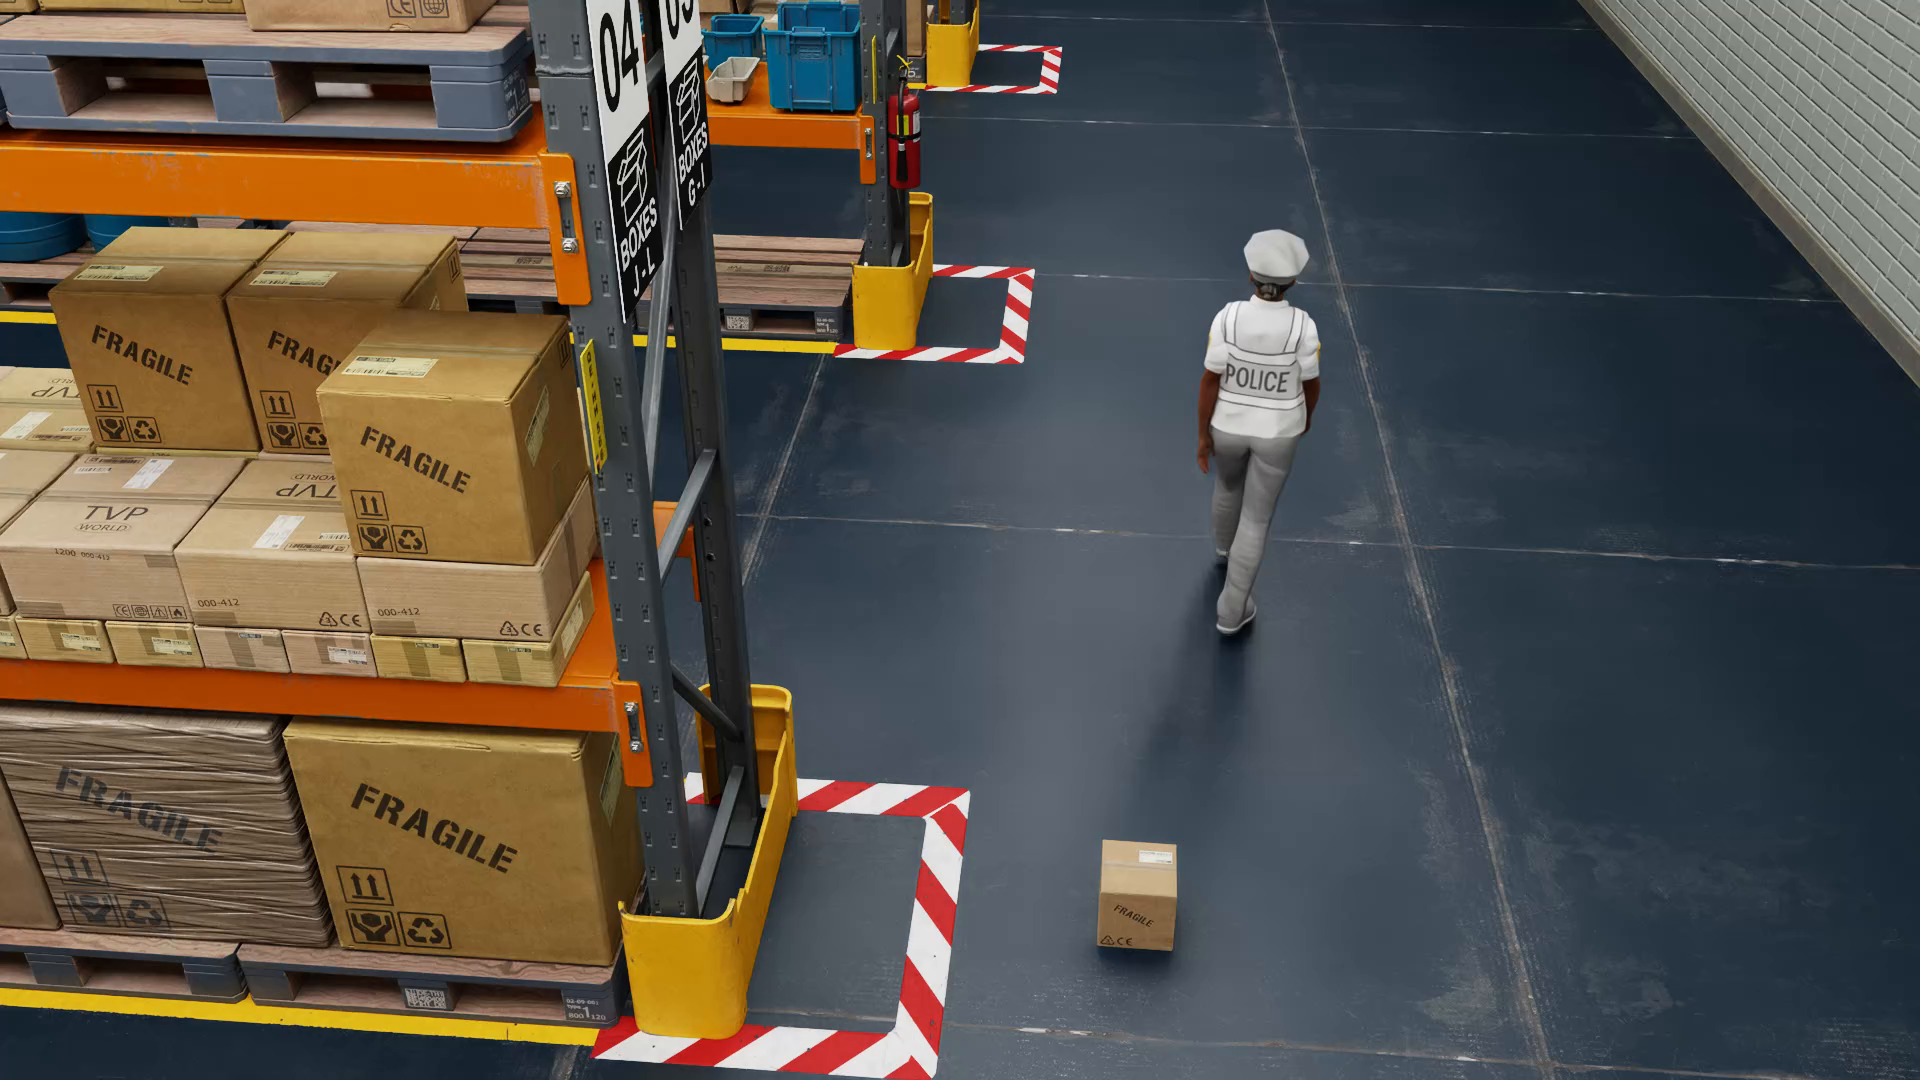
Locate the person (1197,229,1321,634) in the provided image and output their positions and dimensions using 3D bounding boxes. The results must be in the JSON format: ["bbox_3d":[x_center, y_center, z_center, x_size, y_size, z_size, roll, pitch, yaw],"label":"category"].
[{"bbox_3d":[1.238,-0.484,6.877,0.460,1.683,0.858,12,34,18],"label":"person"}]
